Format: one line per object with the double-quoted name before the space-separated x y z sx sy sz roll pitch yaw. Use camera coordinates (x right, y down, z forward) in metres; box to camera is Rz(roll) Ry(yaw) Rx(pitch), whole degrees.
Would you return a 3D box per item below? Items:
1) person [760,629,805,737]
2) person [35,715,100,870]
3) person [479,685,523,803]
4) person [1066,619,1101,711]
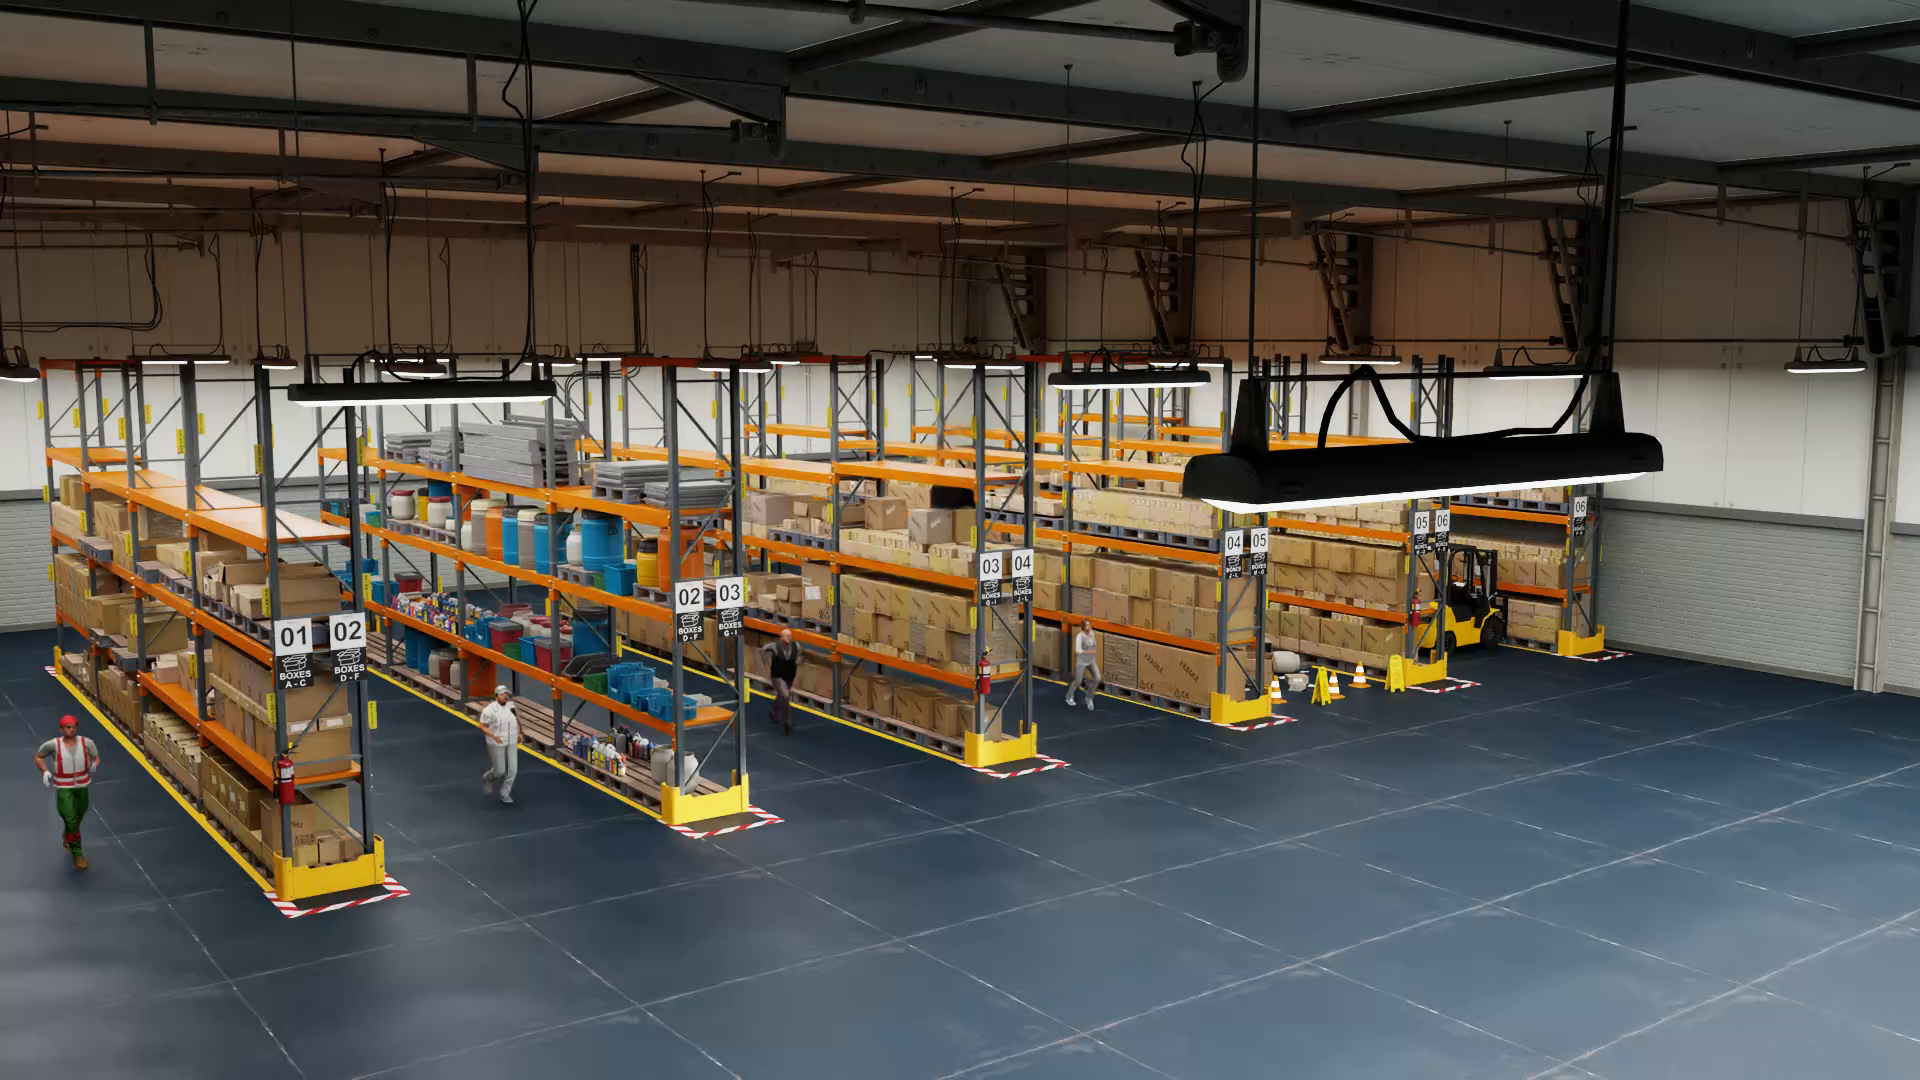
"person" -2.892 2.266 26.986 0.654 1.736 0.963 -5 8 -33
"person" -10.777 3.008 20.182 0.983 1.805 0.652 7 10 44
"person" -6.313 2.792 22.880 0.561 1.614 0.595 7 9 44
"person" 2.158 2.121 28.474 0.545 1.589 0.813 -4 8 -31
